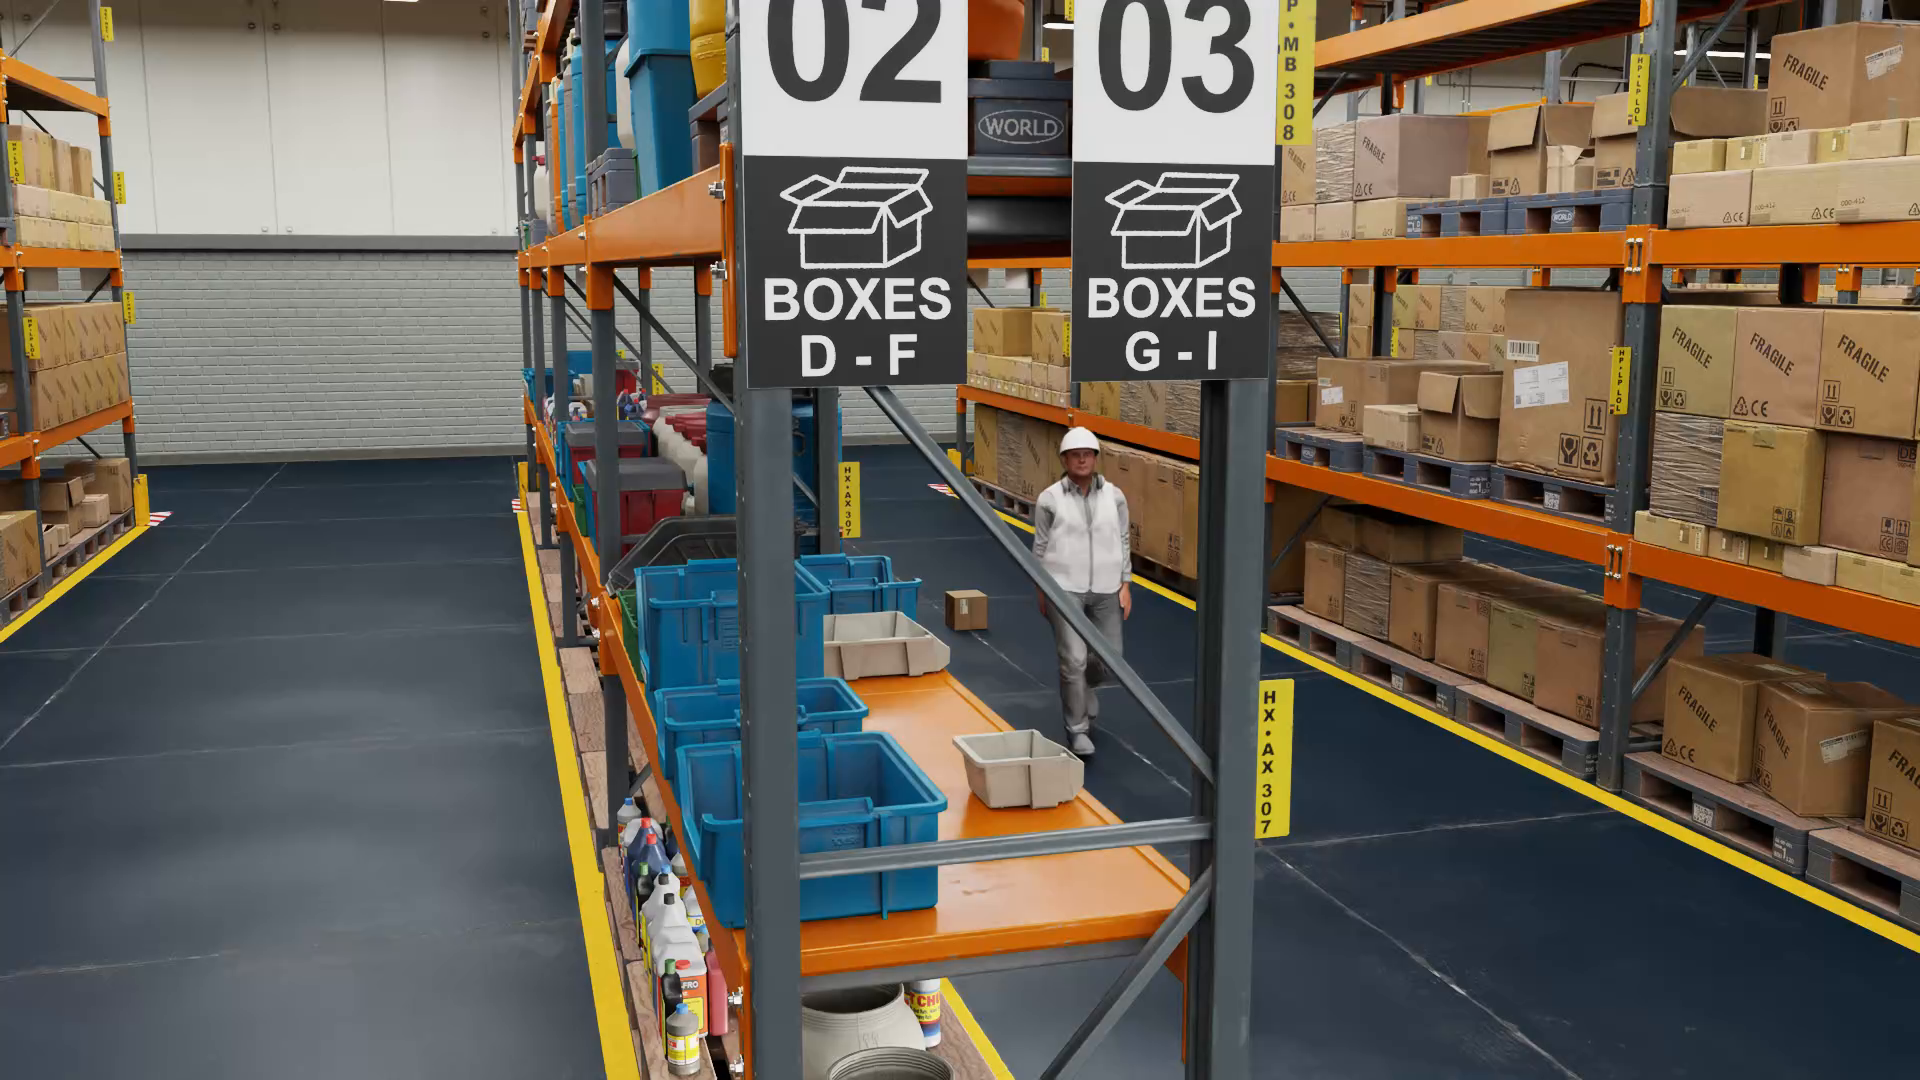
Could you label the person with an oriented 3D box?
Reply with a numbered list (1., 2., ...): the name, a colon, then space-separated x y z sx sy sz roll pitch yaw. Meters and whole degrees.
1. person: 0.668 0.253 9.136 0.531 1.750 0.786 -2 9 -12
